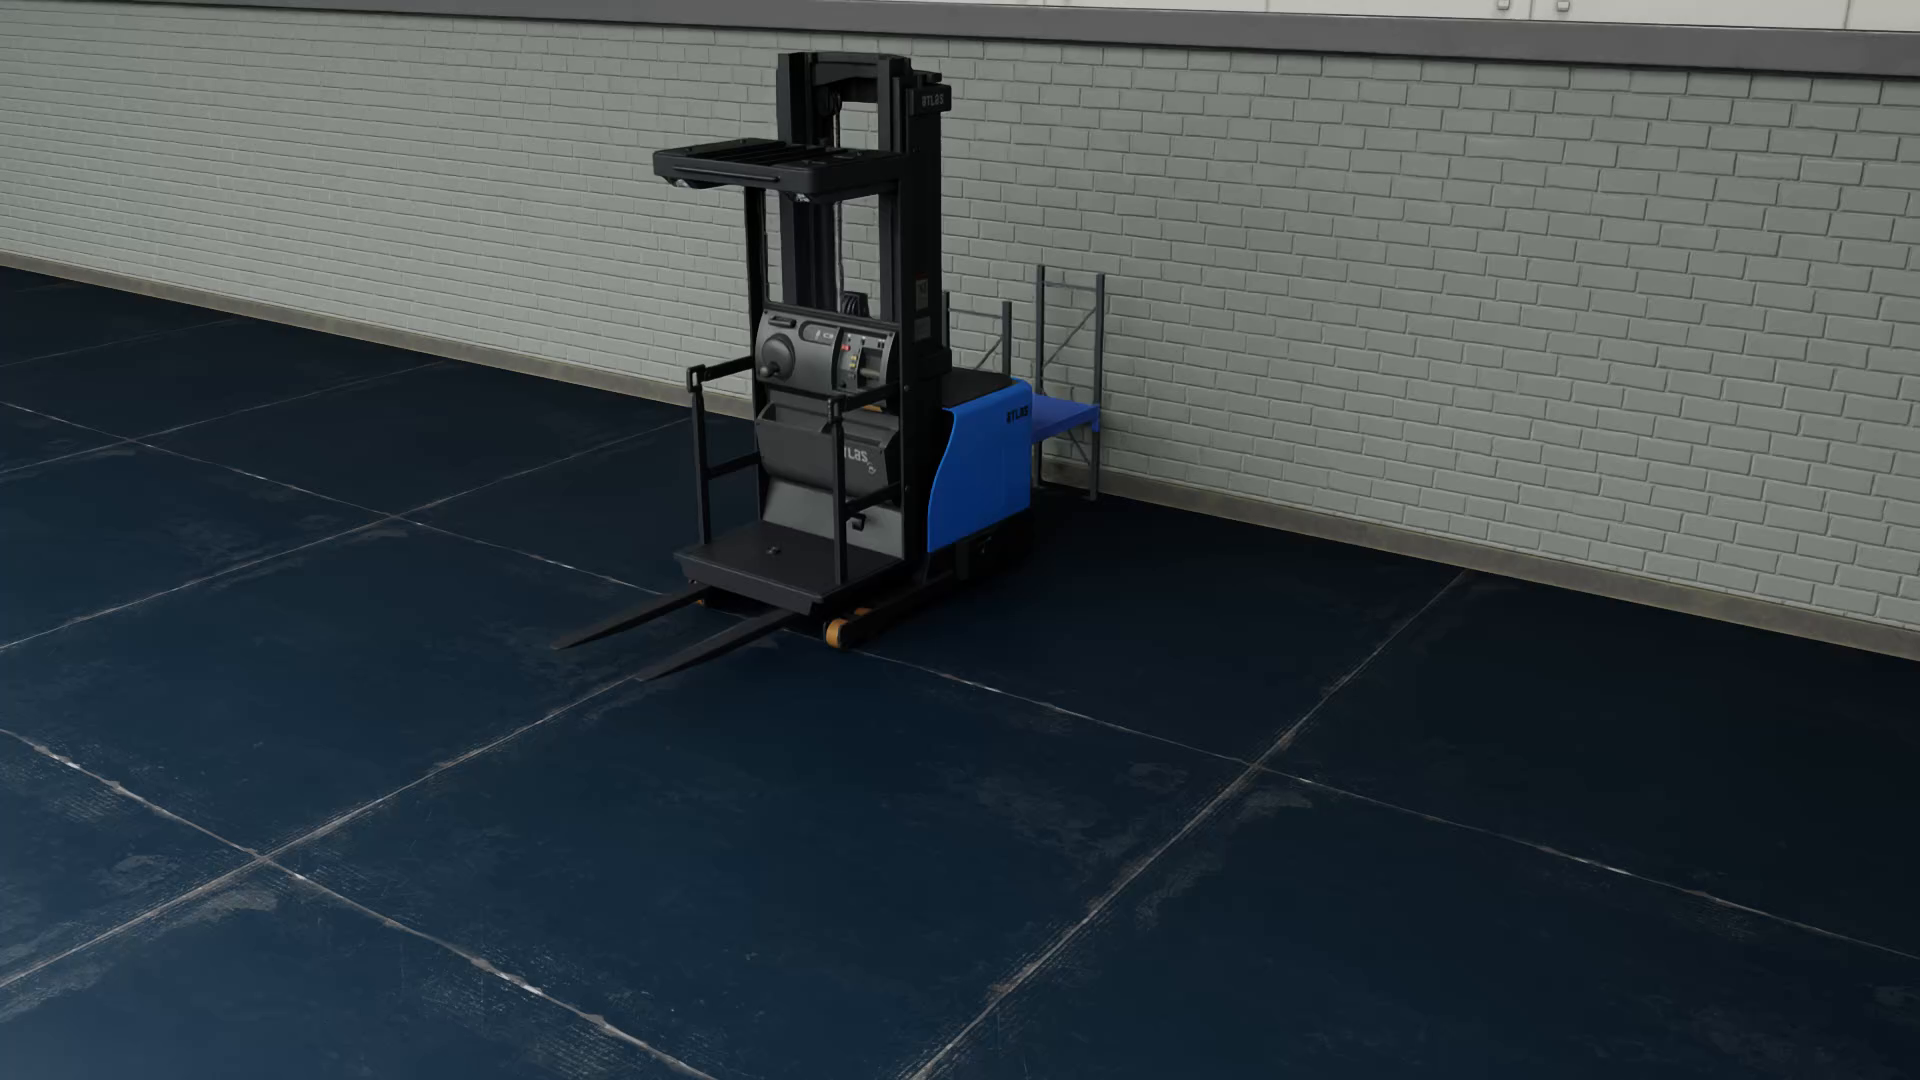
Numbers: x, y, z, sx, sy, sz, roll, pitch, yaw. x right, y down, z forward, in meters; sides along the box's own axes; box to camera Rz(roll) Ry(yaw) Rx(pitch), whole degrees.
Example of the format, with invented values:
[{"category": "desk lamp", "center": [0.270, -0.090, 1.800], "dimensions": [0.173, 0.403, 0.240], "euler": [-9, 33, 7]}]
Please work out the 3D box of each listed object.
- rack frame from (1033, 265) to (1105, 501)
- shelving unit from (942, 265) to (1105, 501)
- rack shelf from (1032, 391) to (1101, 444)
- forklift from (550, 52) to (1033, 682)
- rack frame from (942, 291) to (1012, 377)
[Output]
[{"category": "rack frame", "center": [0.704, -1.019, 10.859], "dimensions": [0.500, 1.500, 0.032], "euler": [15, 25, 34]}, {"category": "shelving unit", "center": [0.399, -0.878, 10.478], "dimensions": [0.538, 1.500, 1.048], "euler": [15, 25, 34]}, {"category": "rack shelf", "center": [0.399, -0.710, 10.540], "dimensions": [0.538, 0.185, 1.000], "euler": [15, 25, 34]}, {"category": "forklift", "center": [-0.850, -0.990, 8.716], "dimensions": [1.130, 2.935, 3.031], "euler": [15, 25, 34]}, {"category": "rack frame", "center": [0.093, -0.737, 10.097], "dimensions": [0.500, 1.500, 0.032], "euler": [15, 25, 34]}]
